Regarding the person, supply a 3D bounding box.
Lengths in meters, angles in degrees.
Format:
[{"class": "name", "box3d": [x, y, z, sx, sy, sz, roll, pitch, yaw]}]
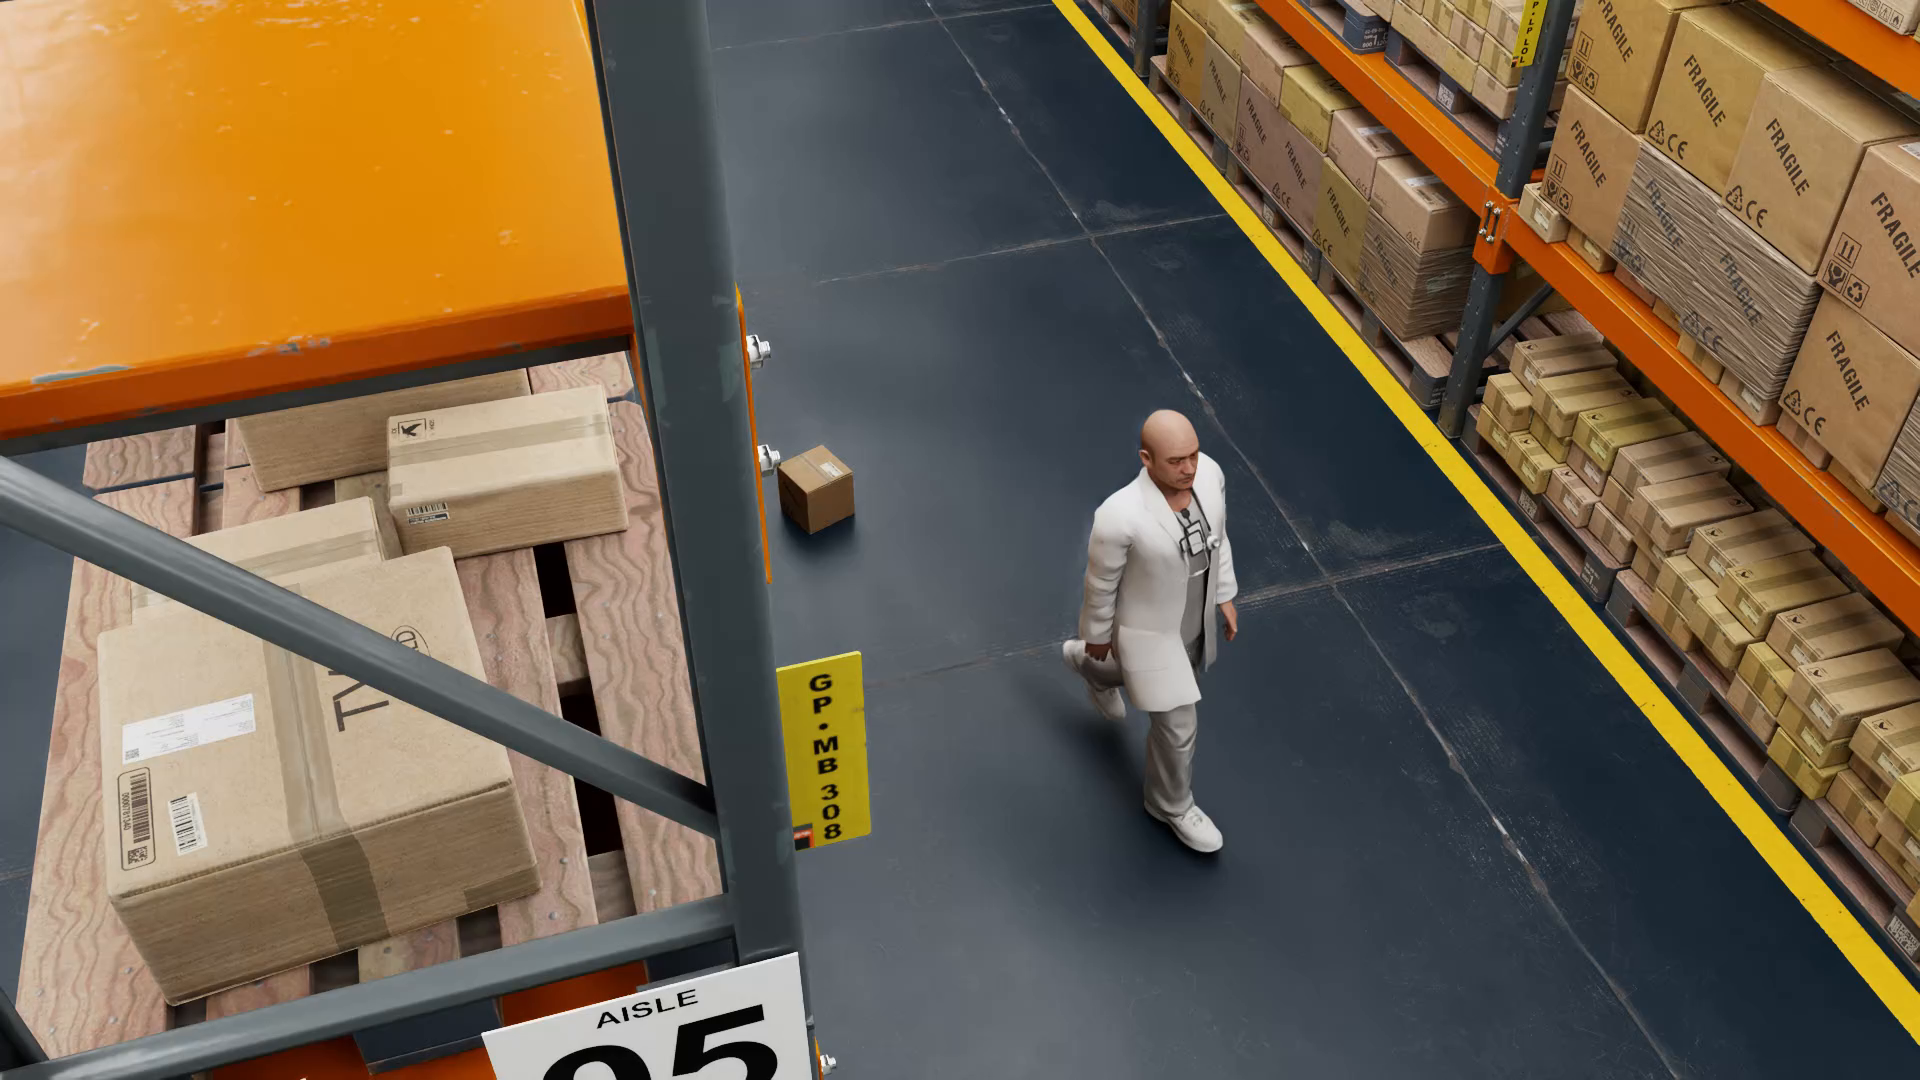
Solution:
[{"class": "person", "box3d": [0.689, 0.252, 5.869, 0.569, 1.741, 0.963, -31, 50, -30]}]
